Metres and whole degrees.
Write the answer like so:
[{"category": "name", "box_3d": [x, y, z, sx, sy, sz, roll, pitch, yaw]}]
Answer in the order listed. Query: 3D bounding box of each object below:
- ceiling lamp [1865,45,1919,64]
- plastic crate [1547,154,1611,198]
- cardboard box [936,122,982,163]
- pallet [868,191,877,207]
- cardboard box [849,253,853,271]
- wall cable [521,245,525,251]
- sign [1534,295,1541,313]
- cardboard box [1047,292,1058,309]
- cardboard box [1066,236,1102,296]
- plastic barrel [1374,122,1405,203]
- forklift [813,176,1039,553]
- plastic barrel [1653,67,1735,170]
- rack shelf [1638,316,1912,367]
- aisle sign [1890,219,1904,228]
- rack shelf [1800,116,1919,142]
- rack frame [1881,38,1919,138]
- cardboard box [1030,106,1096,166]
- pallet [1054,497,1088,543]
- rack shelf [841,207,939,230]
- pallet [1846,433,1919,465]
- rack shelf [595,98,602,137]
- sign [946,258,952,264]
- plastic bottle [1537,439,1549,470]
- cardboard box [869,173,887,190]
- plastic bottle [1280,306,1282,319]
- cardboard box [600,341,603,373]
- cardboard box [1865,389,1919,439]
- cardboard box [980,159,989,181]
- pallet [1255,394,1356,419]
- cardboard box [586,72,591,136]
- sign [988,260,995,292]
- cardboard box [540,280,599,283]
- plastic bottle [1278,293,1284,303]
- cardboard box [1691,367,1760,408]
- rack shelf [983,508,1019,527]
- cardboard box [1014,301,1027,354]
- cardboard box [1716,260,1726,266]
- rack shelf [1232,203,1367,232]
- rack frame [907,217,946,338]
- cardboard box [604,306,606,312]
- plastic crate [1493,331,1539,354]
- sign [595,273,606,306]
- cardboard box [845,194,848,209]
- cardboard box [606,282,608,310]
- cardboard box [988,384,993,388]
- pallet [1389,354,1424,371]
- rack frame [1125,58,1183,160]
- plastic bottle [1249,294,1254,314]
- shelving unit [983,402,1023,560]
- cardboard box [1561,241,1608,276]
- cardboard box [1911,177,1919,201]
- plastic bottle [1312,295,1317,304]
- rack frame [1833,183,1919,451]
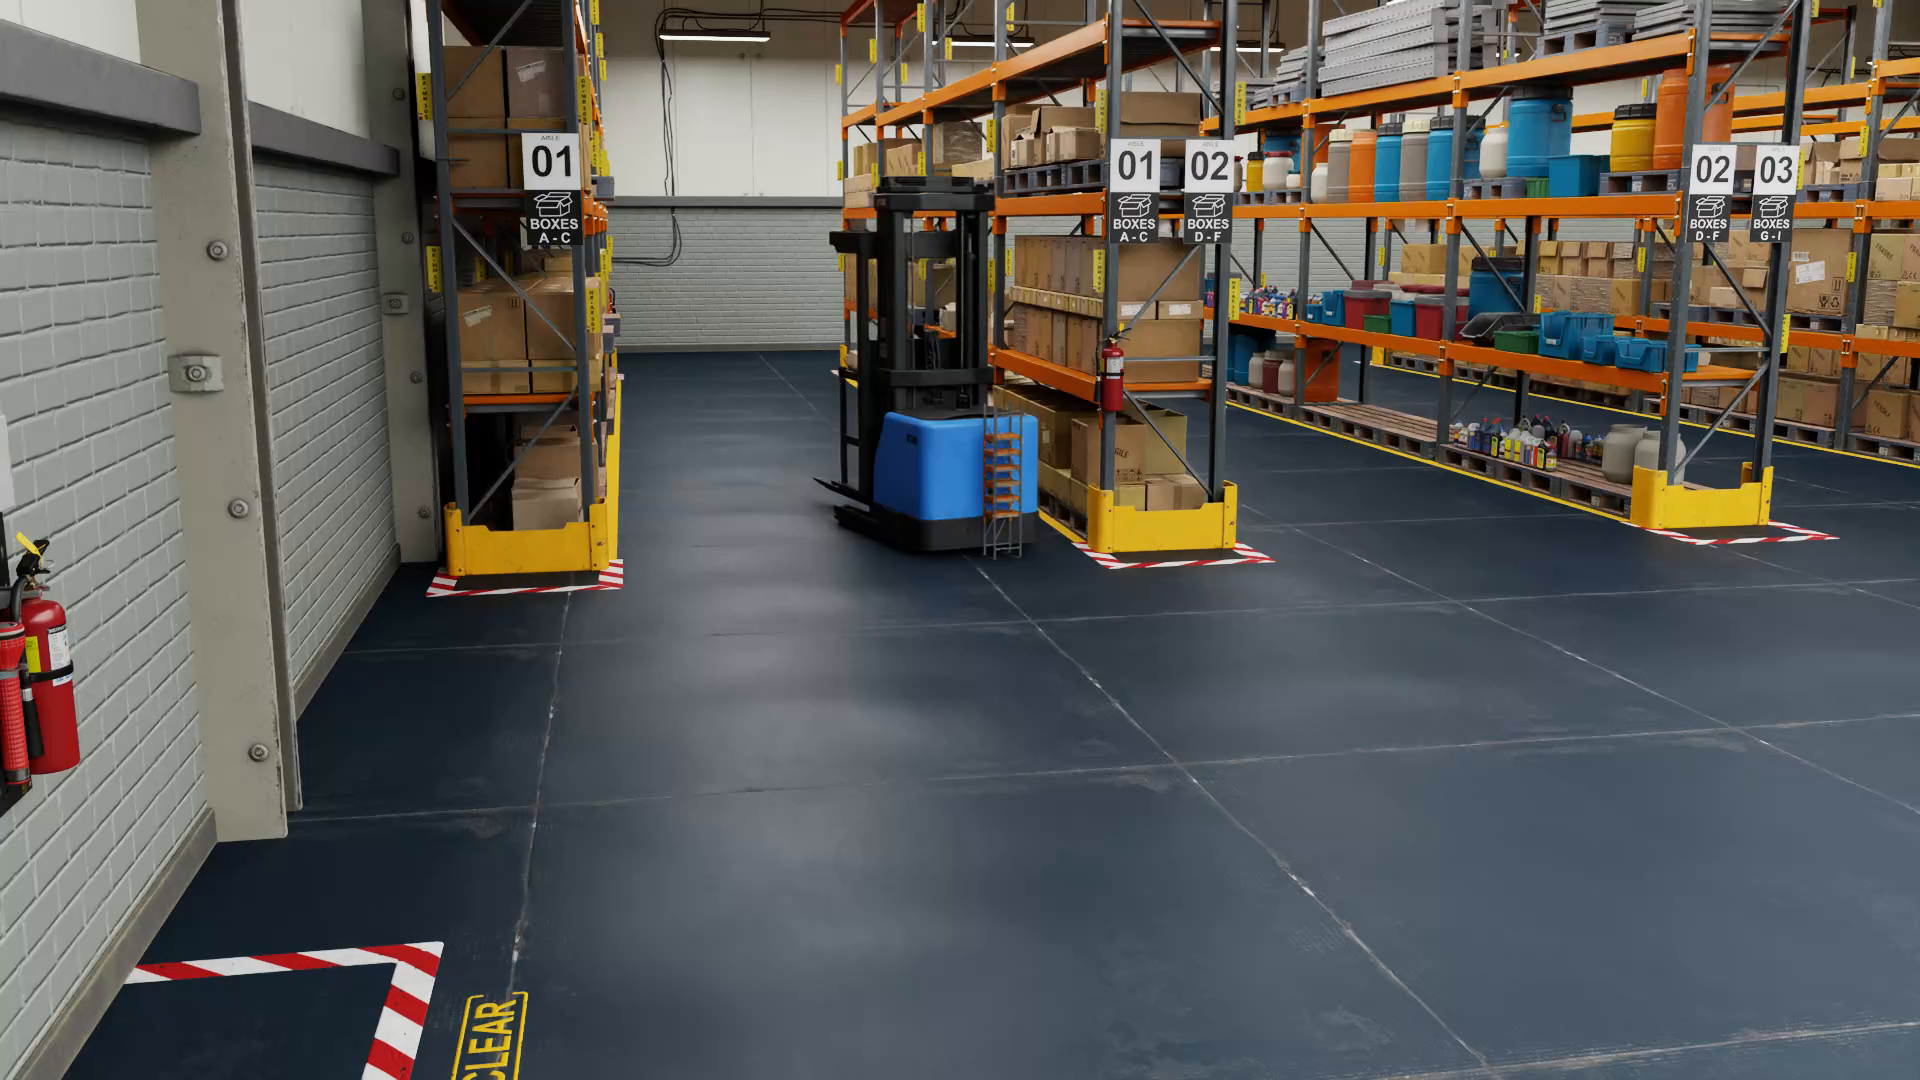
[{"category": "ceiling lamp", "box_3d": [20.011, -11.483, 34.348, 2.000, 3.185, 0.800, -2, 11, -11]}, {"category": "plastic crate", "box_3d": [5.815, -3.410, 15.608, 0.392, 0.384, 0.575, -2, 11, -11]}, {"category": "cardboard box", "box_3d": [-0.013, -4.987, 20.911, 0.500, 0.500, 0.500, -2, 11, -11]}, {"category": "pallet", "box_3d": [-0.655, -4.886, 23.823, 1.213, 0.211, 1.003, -2, 11, -11]}, {"category": "cardboard box", "box_3d": [-1.554, -4.714, 27.499, 0.500, 0.500, 0.500, -2, 11, -10]}, {"category": "wall cable", "box_3d": [-7.526, -4.879, 28.590, 0.084, 1.984, 1.851, -2, 11, -11]}, {"category": "sign", "box_3d": [6.245, -2.493, 18.030, 0.100, 0.325, 0.005, -2, 11, -11]}, {"category": "cardboard box", "box_3d": [1.010, -2.187, 15.161, 0.380, 0.149, 0.250, -2, 11, -11]}, {"category": "cardboard box", "box_3d": [1.326, -2.397, 14.528, 0.700, 0.500, 0.500, -2, 11, -11]}, {"category": "plastic barrel", "box_3d": [5.137, -4.384, 19.343, 0.600, 0.901, 0.708, -2, 11, -11]}, {"category": "forklift", "box_3d": [-0.439, -1.574, 14.129, 1.130, 2.935, 3.031, -5, 12, -24]}, {"category": "plastic barrel", "box_3d": [6.262, -3.580, 14.191, 0.600, 0.830, 0.708, -2, 11, -11]}, {"category": "rack shelf", "box_3d": [10.172, -2.532, 20.902, 1.077, 0.370, 4.000, -2, 11, -11]}, {"category": "aisle sign", "box_3d": [18.238, -6.382, 32.250, 0.394, 0.787, 0.004, -2, 11, -11]}, {"category": "rack shelf", "box_3d": [14.279, -6.178, 25.083, 1.077, 0.370, 4.000, -2, 11, -11]}, {"category": "rack frame", "box_3d": [17.948, -8.027, 31.804, 1.000, 3.000, 0.127, -2, 11, -11]}, {"category": "cardboard box", "box_3d": [1.040, -3.652, 15.065, 0.797, 0.503, 0.637, -1, 11, -5]}, {"category": "pallet", "box_3d": [1.431, -0.195, 14.154, 1.003, 0.211, 1.213, -2, 11, -11]}, {"category": "rack shelf", "box_3d": [-1.102, -5.113, 26.442, 1.077, 0.370, 4.000, -2, 11, -11]}, {"category": "pallet", "box_3d": [10.726, -1.027, 18.528, 1.003, 0.211, 1.213, -2, 11, -11]}, {"category": "rack shelf", "box_3d": [-5.182, -5.476, 21.394, 1.077, 0.370, 4.000, -2, 11, -11]}, {"category": "sign", "box_3d": [-0.169, -4.216, 24.729, 0.100, 0.325, 0.005, -2, 11, -11]}, {"category": "plastic bottle", "box_3d": [5.653, -0.828, 16.115, 0.061, 0.283, 0.133, -2, 11, -10]}, {"category": "cardboard box", "box_3d": [-1.074, -5.351, 24.831, 0.500, 0.250, 0.500, -2, 11, -11]}, {"category": "plastic bottle", "box_3d": [4.378, -3.098, 22.480, 0.097, 0.201, 0.097, 0, 11, 0]}, {"category": "cardboard box", "box_3d": [-3.325, -1.563, 14.234, 0.500, 0.250, 0.500, -2, 11, -10]}, {"category": "cardboard box", "box_3d": [10.600, -1.422, 18.709, 0.500, 0.500, 0.500, -2, 11, -13]}, {"category": "cardboard box", "box_3d": [0.531, -4.118, 18.567, 0.500, 0.250, 0.500, -3, 11, -16]}, {"category": "pallet", "box_3d": [4.731, -1.846, 22.828, 1.003, 0.211, 1.213, -2, 11, -11]}, {"category": "cardboard box", "box_3d": [-3.423, -3.725, 14.225, 0.500, 0.500, 0.500, -3, 11, -13]}, {"category": "sign", "box_3d": [0.313, -2.668, 16.805, 0.100, 0.325, 0.005, -2, 11, -11]}, {"category": "cardboard box", "box_3d": [-3.430, -2.023, 14.647, 0.500, 0.500, 0.500, -2, 11, -13]}, {"category": "plastic bottle", "box_3d": [4.662, -3.448, 24.131, 0.097, 0.271, 0.097, 0, 11, 0]}, {"category": "cardboard box", "box_3d": [10.054, -2.017, 21.781, 0.700, 0.500, 0.500, -3, 11, -16]}, {"category": "rack shelf", "box_3d": [0.331, -0.178, 12.946, 0.258, 0.103, 0.180, -5, 12, -24]}, {"category": "cardboard box", "box_3d": [0.936, -2.127, 16.583, 0.700, 0.500, 0.500, -2, 11, -12]}, {"category": "cardboard box", "box_3d": [13.324, -4.608, 28.822, 0.500, 0.500, 0.500, -2, 11, -11]}, {"category": "rack shelf", "box_3d": [4.536, -4.559, 23.530, 1.077, 0.370, 4.000, -2, 11, -11]}, {"category": "rack frame", "box_3d": [-0.713, -3.627, 24.728, 1.000, 3.000, 0.127, -2, 11, -11]}, {"category": "cardboard box", "box_3d": [-4.729, -3.112, 20.907, 0.500, 0.500, 0.500, -2, 11, -9]}, {"category": "plastic crate", "box_3d": [5.690, -1.975, 16.619, 0.450, 0.188, 0.662, -2, 11, -11]}, {"category": "sign", "box_3d": [-3.484, -2.425, 16.099, 0.100, 0.325, 0.005, -2, 11, -11]}, {"category": "cardboard box", "box_3d": [-1.640, -5.657, 27.772, 0.500, 0.250, 0.500, -2, 11, -11]}, {"category": "cardboard box", "box_3d": [-5.661, -3.693, 24.275, 0.980, 0.700, 0.700, -2, 11, -10]}, {"category": "cardboard box", "box_3d": [0.187, -1.633, 18.986, 0.500, 0.311, 0.500, -2, 11, -12]}, {"category": "pallet", "box_3d": [8.459, -3.206, 29.976, 1.003, 0.211, 1.213, -2, 11, -11]}, {"category": "rack frame", "box_3d": [3.369, -7.487, 28.964, 1.000, 3.000, 0.127, -2, 11, -11]}, {"category": "plastic bottle", "box_3d": [4.143, -3.342, 23.543, 0.061, 0.283, 0.133, -2, 11, -11]}, {"category": "shelving unit", "box_3d": [0.331, -0.458, 12.893, 0.258, 1.200, 0.189, -5, 12, -24]}, {"category": "cardboard box", "box_3d": [9.396, -4.171, 24.640, 0.797, 0.503, 0.637, -2, 11, -9]}, {"category": "cardboard box", "box_3d": [10.505, -3.730, 17.650, 0.500, 0.250, 0.500, -2, 11, -12]}, {"category": "plastic bottle", "box_3d": [4.982, -3.292, 23.314, 0.097, 0.271, 0.097, 0, 11, 0]}, {"category": "rack frame", "box_3d": [10.561, -2.519, 18.908, 1.000, 3.000, 0.127, -2, 11, -11]}]
